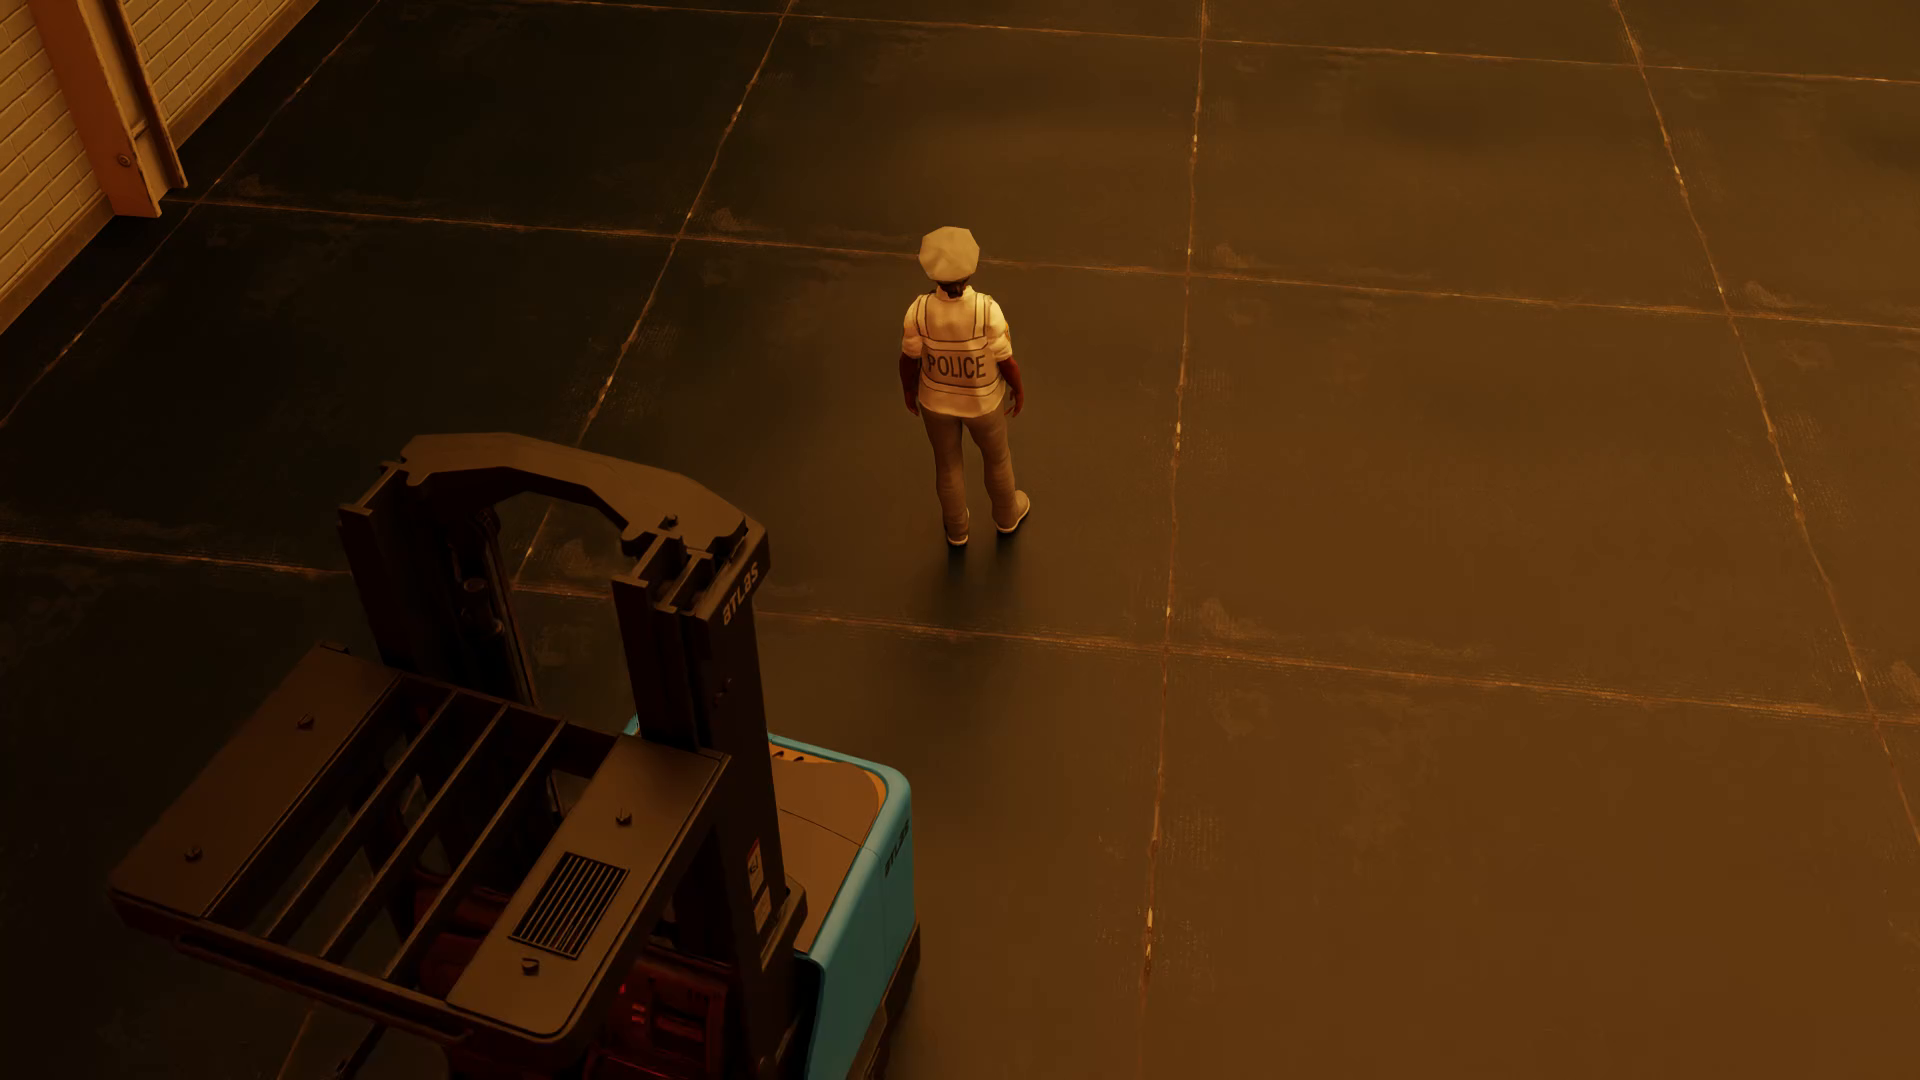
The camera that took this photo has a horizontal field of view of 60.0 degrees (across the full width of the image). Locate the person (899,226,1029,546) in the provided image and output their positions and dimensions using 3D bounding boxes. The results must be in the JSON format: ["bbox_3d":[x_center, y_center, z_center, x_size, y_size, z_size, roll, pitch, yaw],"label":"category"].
[{"bbox_3d":[0.030,-0.678,7.366,0.569,1.695,0.528,5,43,6],"label":"person"}]

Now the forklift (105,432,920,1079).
[{"bbox_3d":[-1.119,1.306,4.302,1.130,2.935,3.031,14,44,14],"label":"forklift"}]
